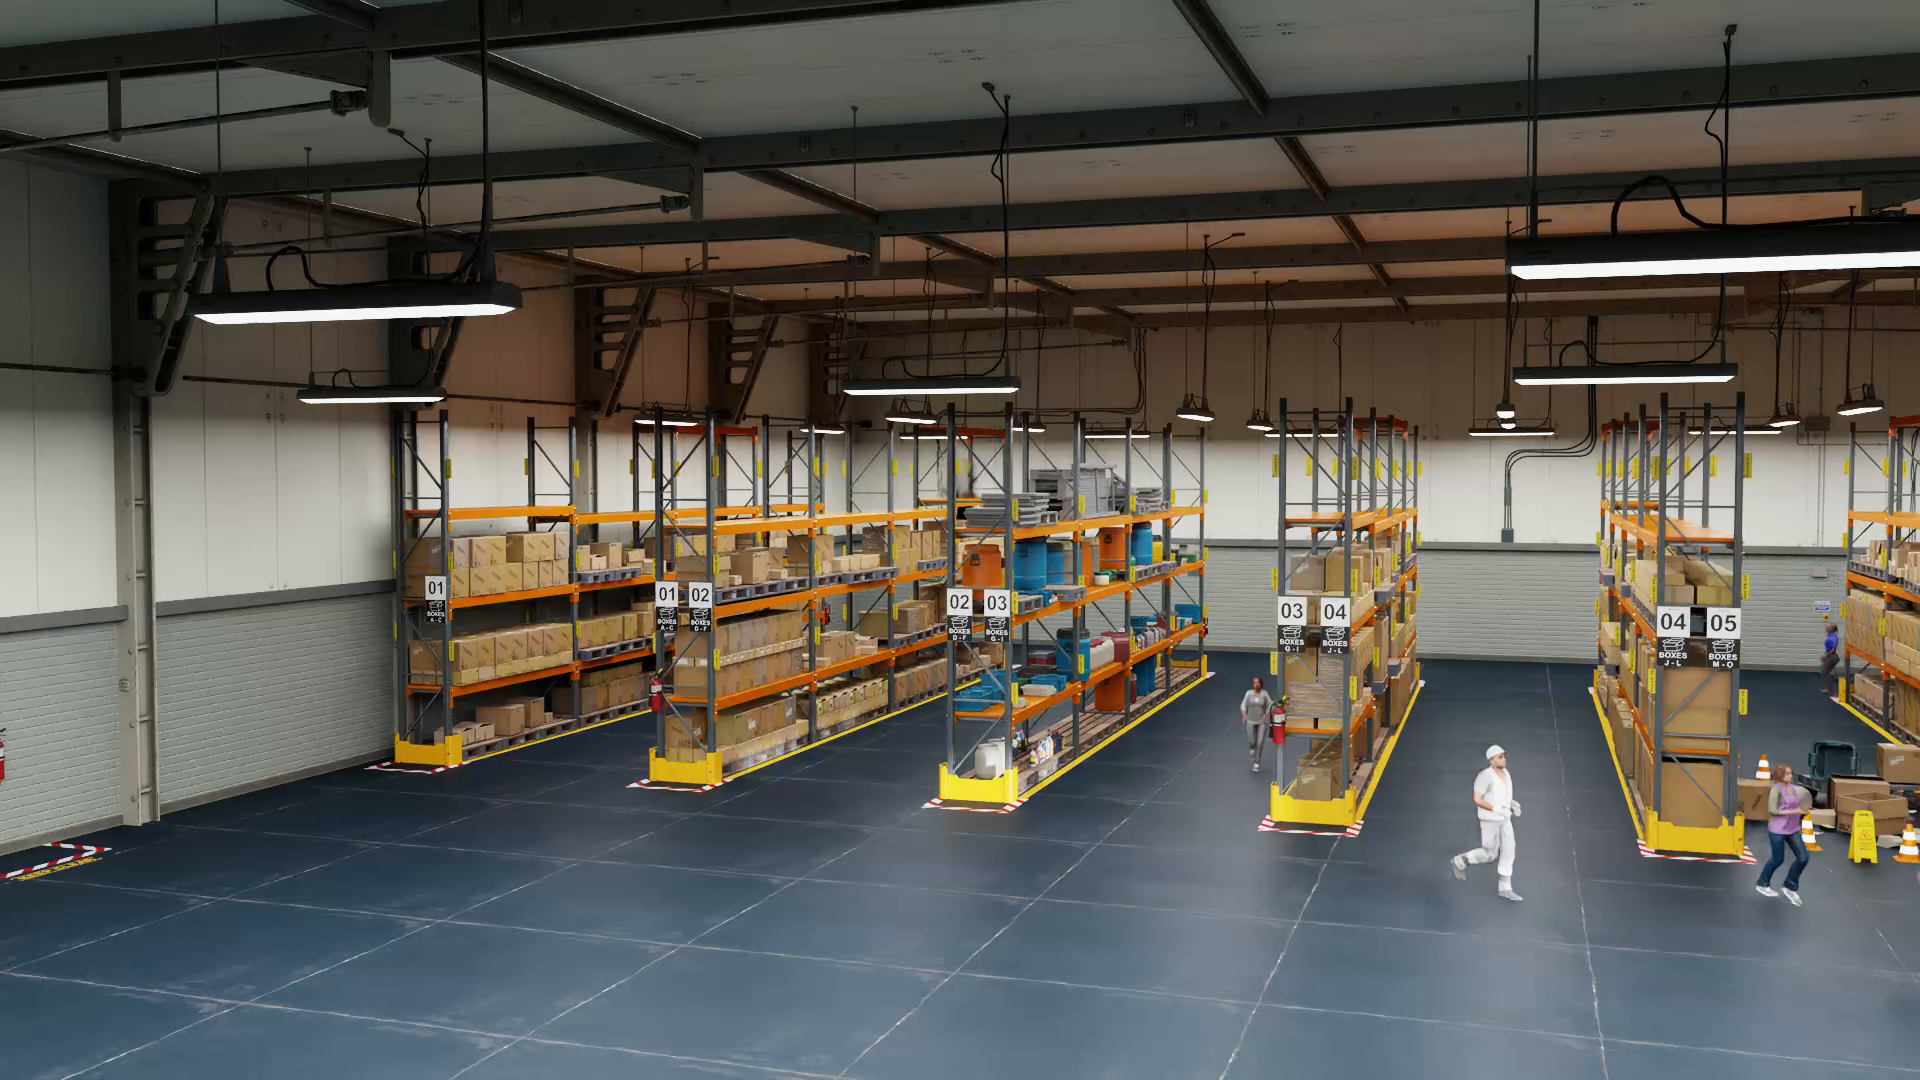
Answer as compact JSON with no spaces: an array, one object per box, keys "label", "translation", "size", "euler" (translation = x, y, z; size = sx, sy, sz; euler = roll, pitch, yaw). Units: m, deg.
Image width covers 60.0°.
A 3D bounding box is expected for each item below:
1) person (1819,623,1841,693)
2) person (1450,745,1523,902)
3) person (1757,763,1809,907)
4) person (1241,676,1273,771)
[{"label":"person","translation":[19.372,2.626,36.896],"size":[0.536,1.590,0.647],"euler":[1,3,20]},{"label":"person","translation":[6.235,3.288,19.524],"size":[0.664,1.779,0.874],"euler":[-2,3,-37]},{"label":"person","translation":[9.482,3.379,19.115],"size":[0.514,1.624,0.660],"euler":[-1,3,-24]},{"label":"person","translation":[4.942,3.047,27.684],"size":[0.537,1.560,0.549],"euler":[0,2,11]}]
